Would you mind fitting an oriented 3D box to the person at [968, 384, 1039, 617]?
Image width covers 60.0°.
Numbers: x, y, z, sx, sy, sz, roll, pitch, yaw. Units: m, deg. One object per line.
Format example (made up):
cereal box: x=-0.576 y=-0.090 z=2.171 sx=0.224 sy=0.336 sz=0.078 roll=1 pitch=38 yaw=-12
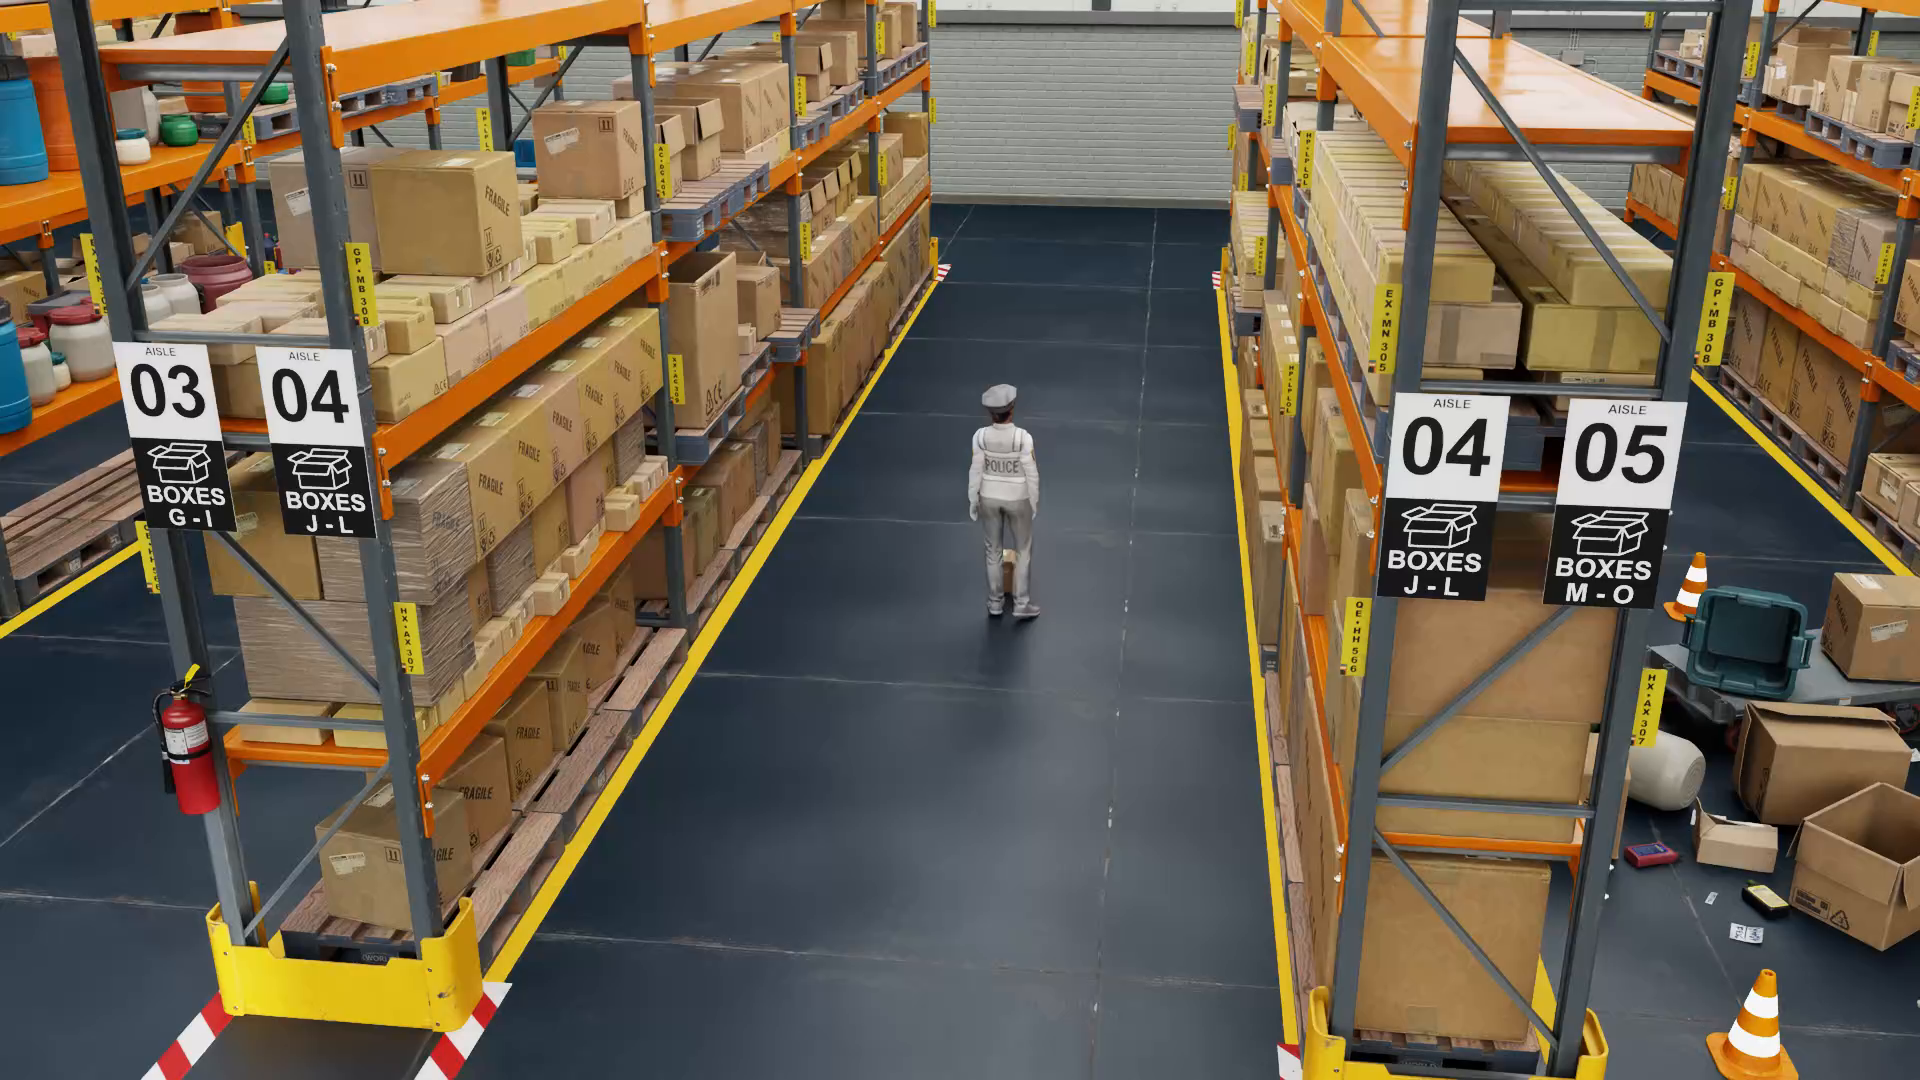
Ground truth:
person: x=0.310 y=-0.261 z=11.709 sx=0.521 sy=1.710 sz=0.350 roll=4 pitch=22 yaw=11
